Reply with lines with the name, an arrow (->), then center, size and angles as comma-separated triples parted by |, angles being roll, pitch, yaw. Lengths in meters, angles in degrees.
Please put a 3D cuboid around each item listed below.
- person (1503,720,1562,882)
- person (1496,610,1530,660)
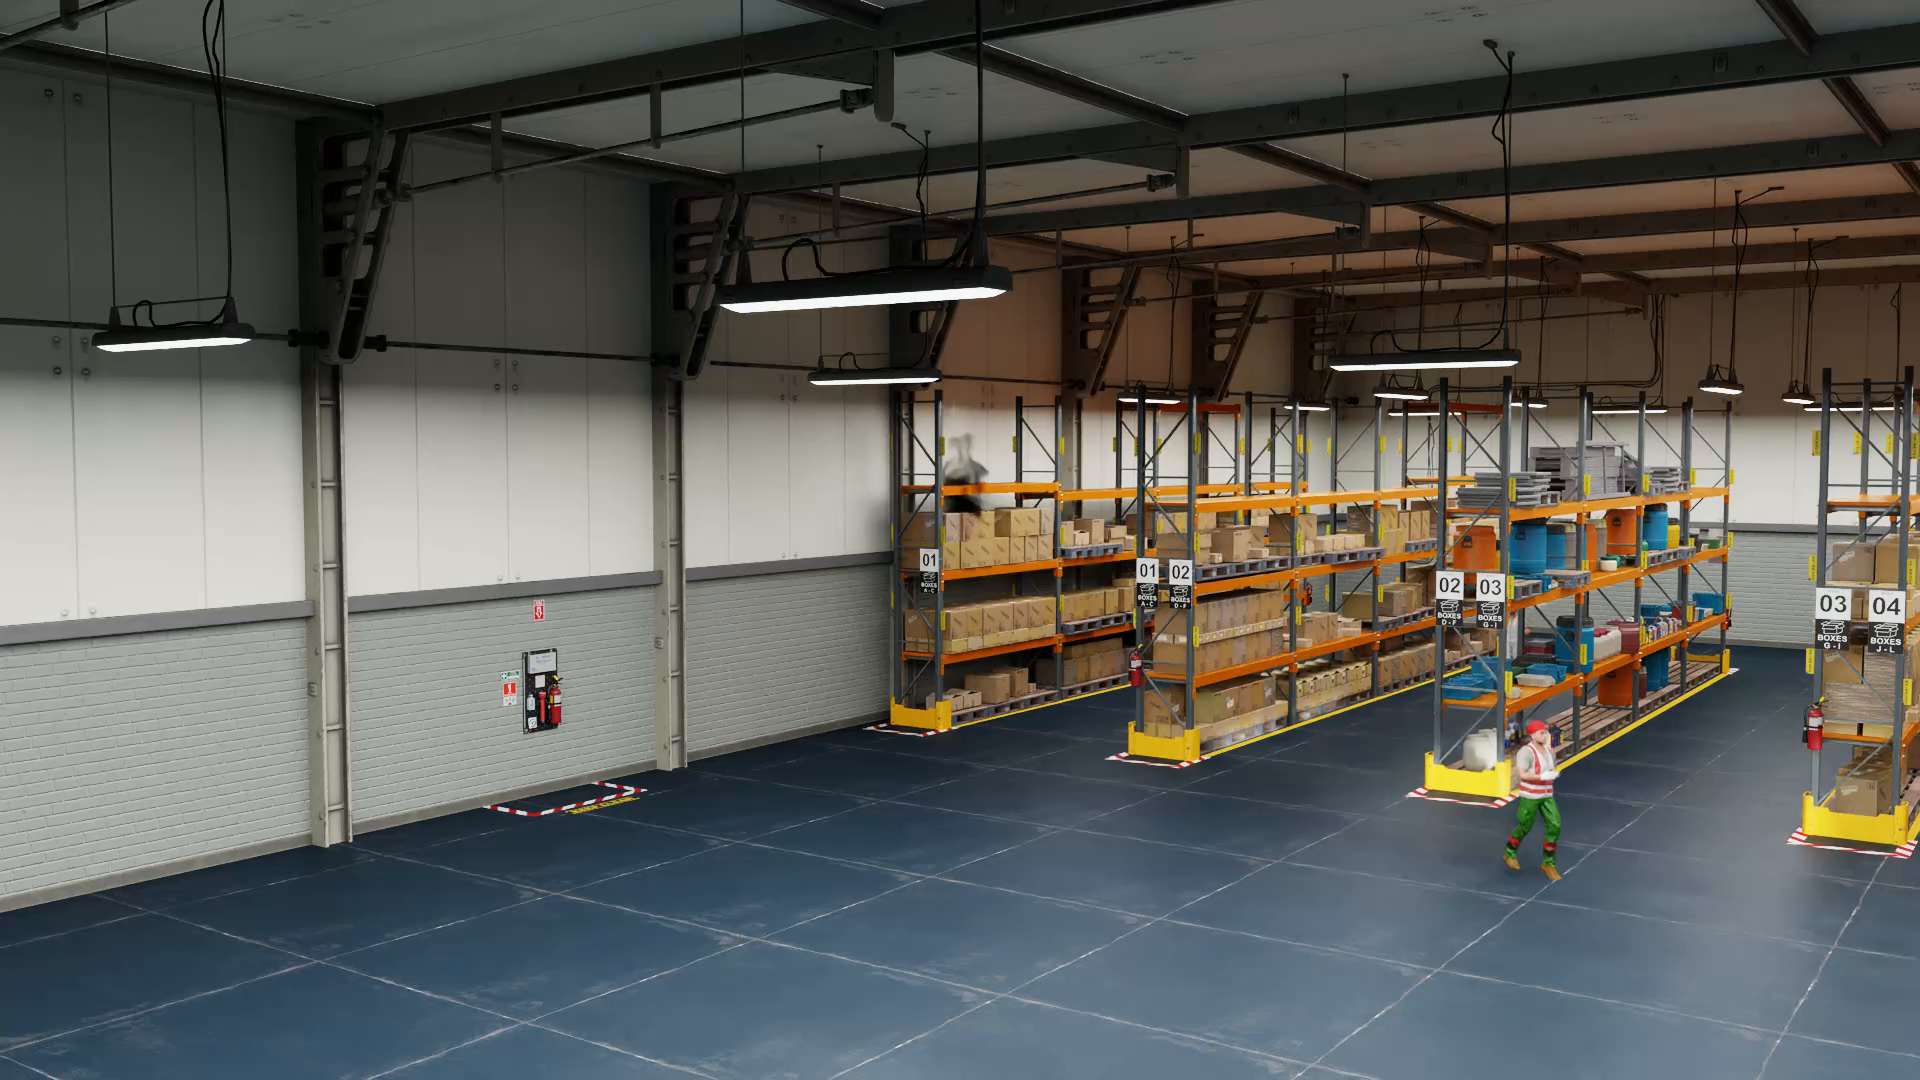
person -> 6.675, 3.016, 19.318 | 0.649, 1.860, 0.819 | -2, 4, -27
person -> 11.620, 2.166, 35.009 | 0.696, 1.740, 0.645 | 2, 4, 29
